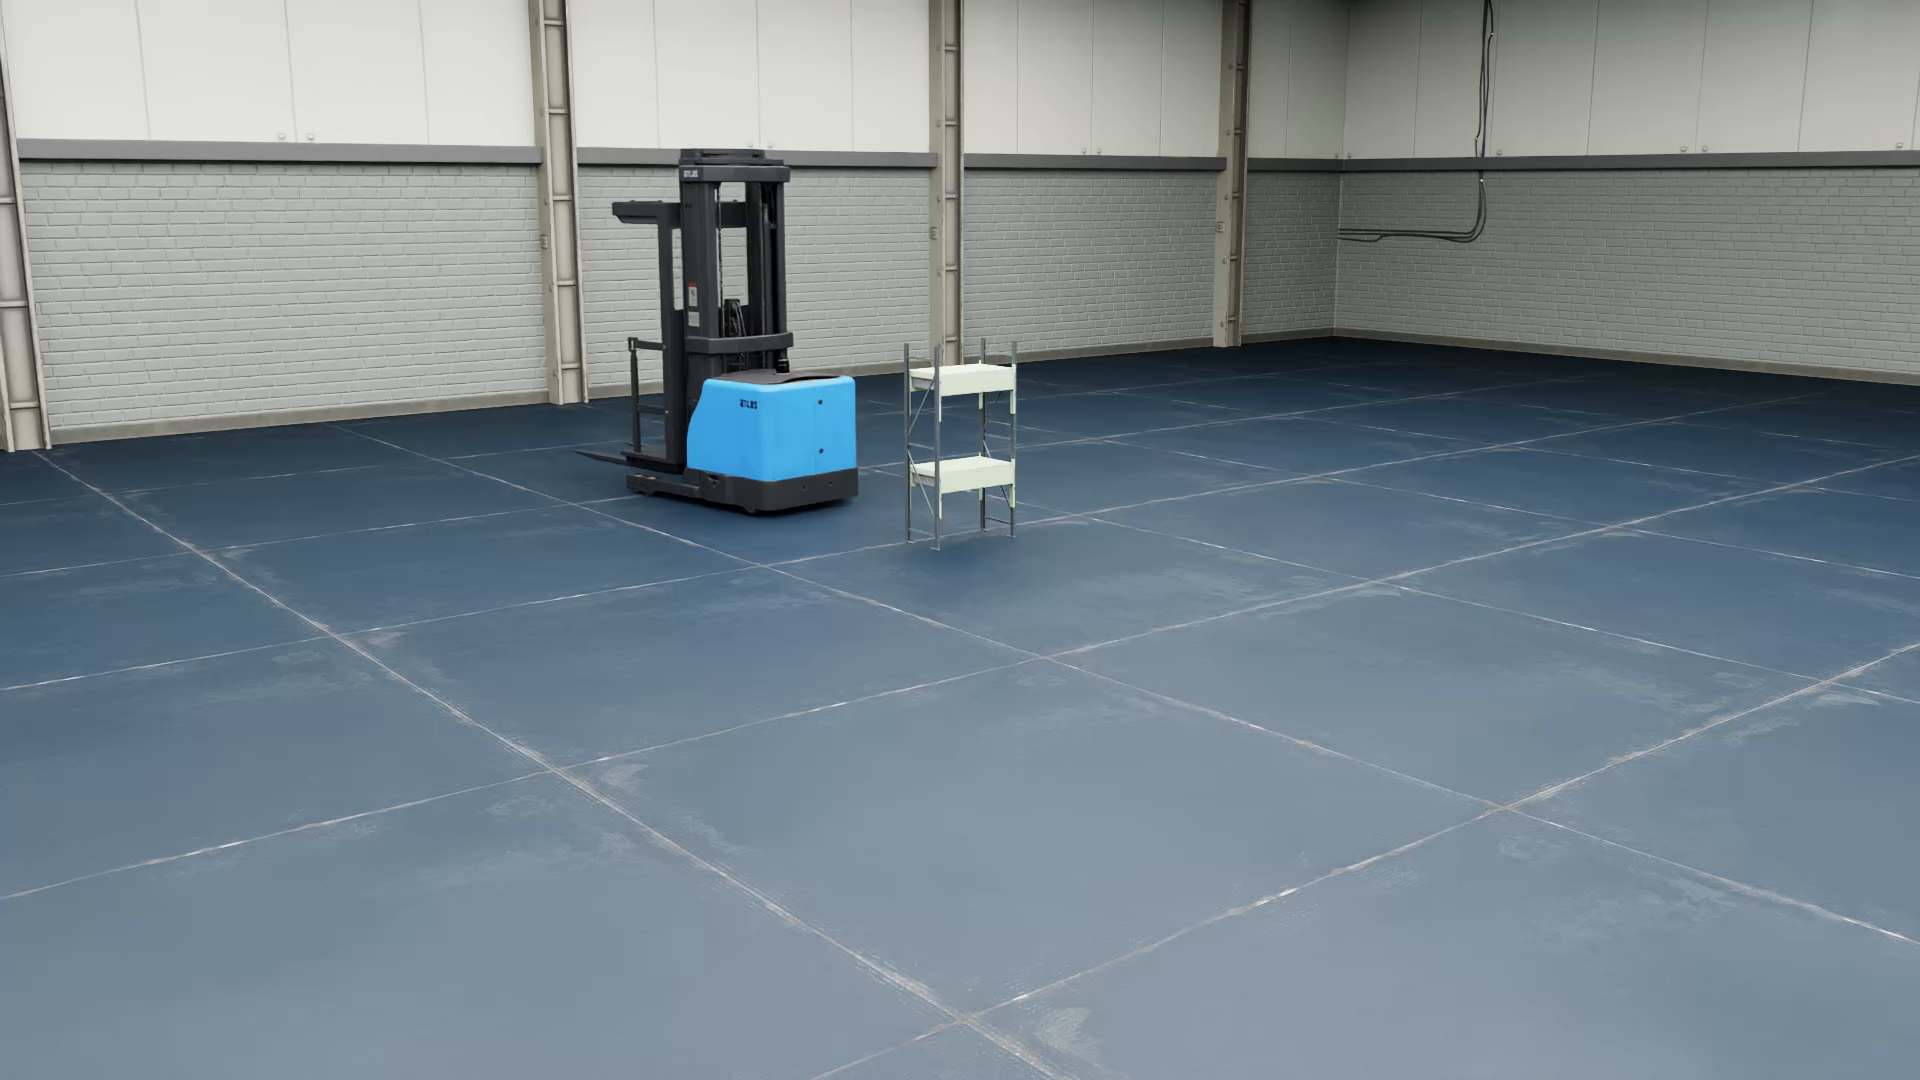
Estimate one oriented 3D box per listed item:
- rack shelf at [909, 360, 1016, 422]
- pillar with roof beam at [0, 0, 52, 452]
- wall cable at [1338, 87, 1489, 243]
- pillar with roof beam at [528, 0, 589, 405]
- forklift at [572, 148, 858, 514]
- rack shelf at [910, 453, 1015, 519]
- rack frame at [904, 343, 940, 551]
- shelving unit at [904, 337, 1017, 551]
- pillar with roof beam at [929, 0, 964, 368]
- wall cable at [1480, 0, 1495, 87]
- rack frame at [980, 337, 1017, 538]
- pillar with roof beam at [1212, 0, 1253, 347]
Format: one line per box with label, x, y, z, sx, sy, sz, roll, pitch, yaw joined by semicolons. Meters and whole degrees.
rack shelf;0.005;-1.116;12.396;0.720;0.370;0.431;-9;15;-38
pillar with roof beam;-6.872;-4.642;12.825;0.400;9.000;9.100;-9;15;-38
wall cable;7.621;-6.325;28.225;0.112;2.526;3.097;-9;15;-38
pillar with roof beam;-2.187;-5.420;16.491;0.400;9.000;9.100;-9;15;-38
forklift;-2.280;-1.884;14.447;3.031;2.935;1.130;11;16;42
rack shelf;0.005;-0.416;12.545;0.720;0.370;0.431;-9;15;-38
rack frame;-0.281;-0.687;12.253;0.023;1.500;0.400;-9;15;-38
shelving unit;0.005;-0.735;12.477;0.755;1.500;0.431;-9;15;-38
pillar with roof beam;2.498;-6.199;20.158;0.400;9.000;9.100;-9;15;-38
wall cable;9.311;-8.356;25.634;0.112;2.526;3.097;-9;15;-38
rack frame;0.291;-0.782;12.701;0.023;1.500;0.400;-9;15;-38
pillar with roof beam;7.183;-6.978;23.824;0.400;9.000;9.100;-9;15;-38
